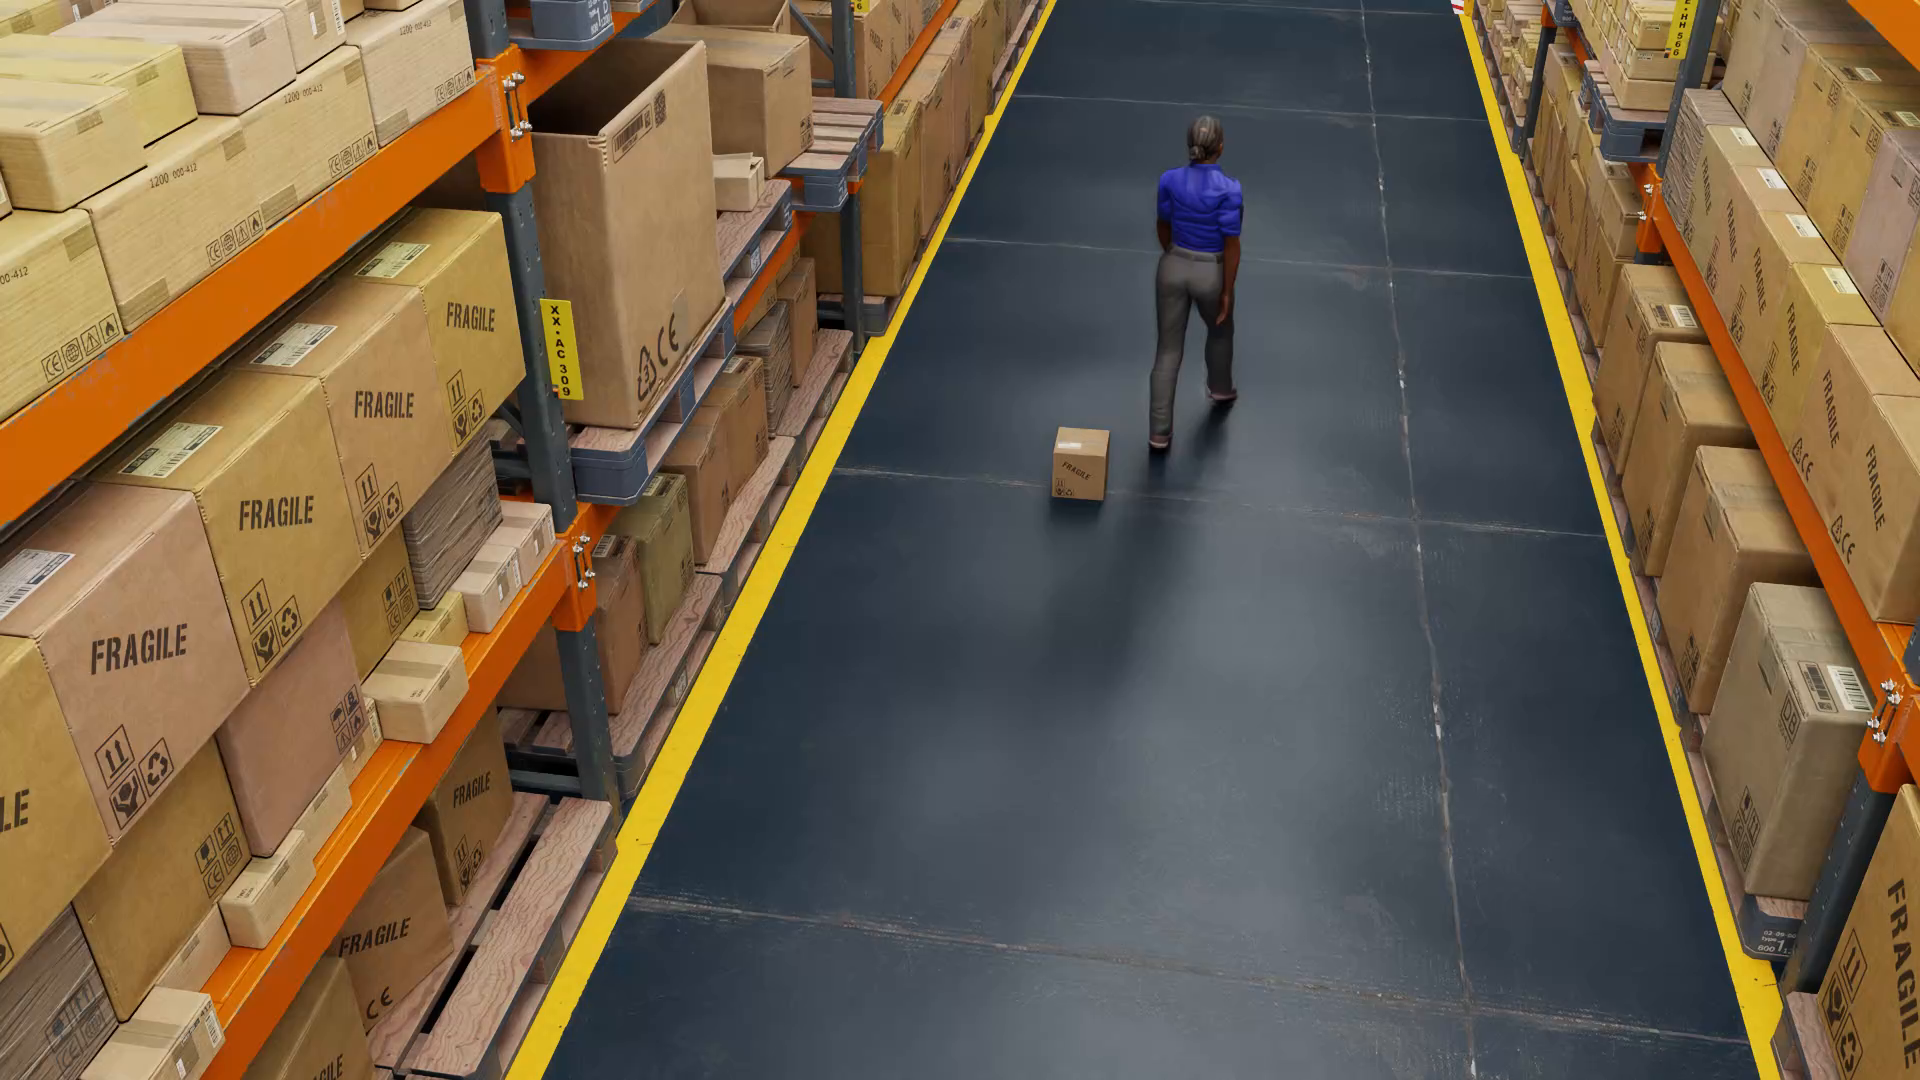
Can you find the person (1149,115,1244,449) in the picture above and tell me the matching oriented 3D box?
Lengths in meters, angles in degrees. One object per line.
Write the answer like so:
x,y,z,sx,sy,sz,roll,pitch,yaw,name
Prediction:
1.178,-1.314,8.193,0.458,1.644,0.880,12,34,18,person
